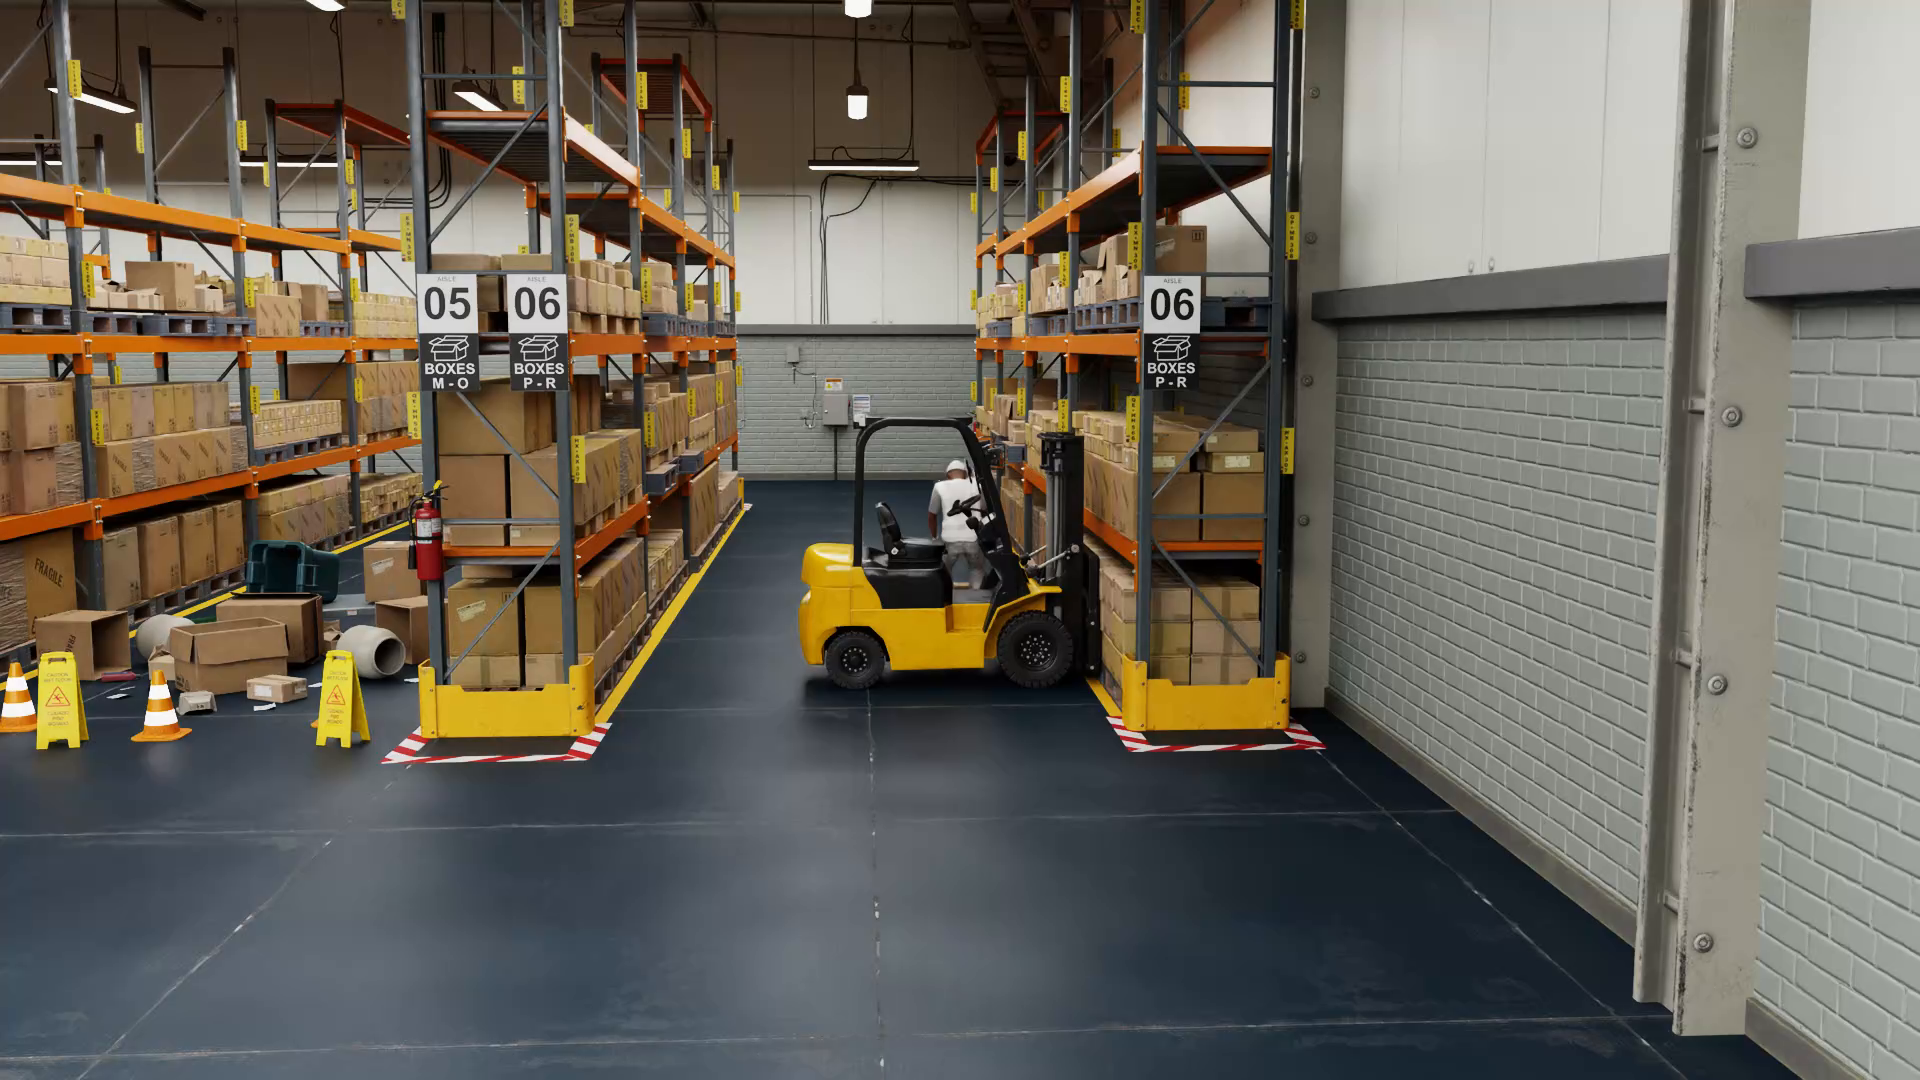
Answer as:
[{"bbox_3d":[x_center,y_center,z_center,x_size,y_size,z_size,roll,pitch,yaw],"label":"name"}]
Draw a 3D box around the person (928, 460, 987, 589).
[{"bbox_3d":[-0.018,-0.010,16.727,0.604,1.552,0.674,0,7,-3],"label":"person"}]
